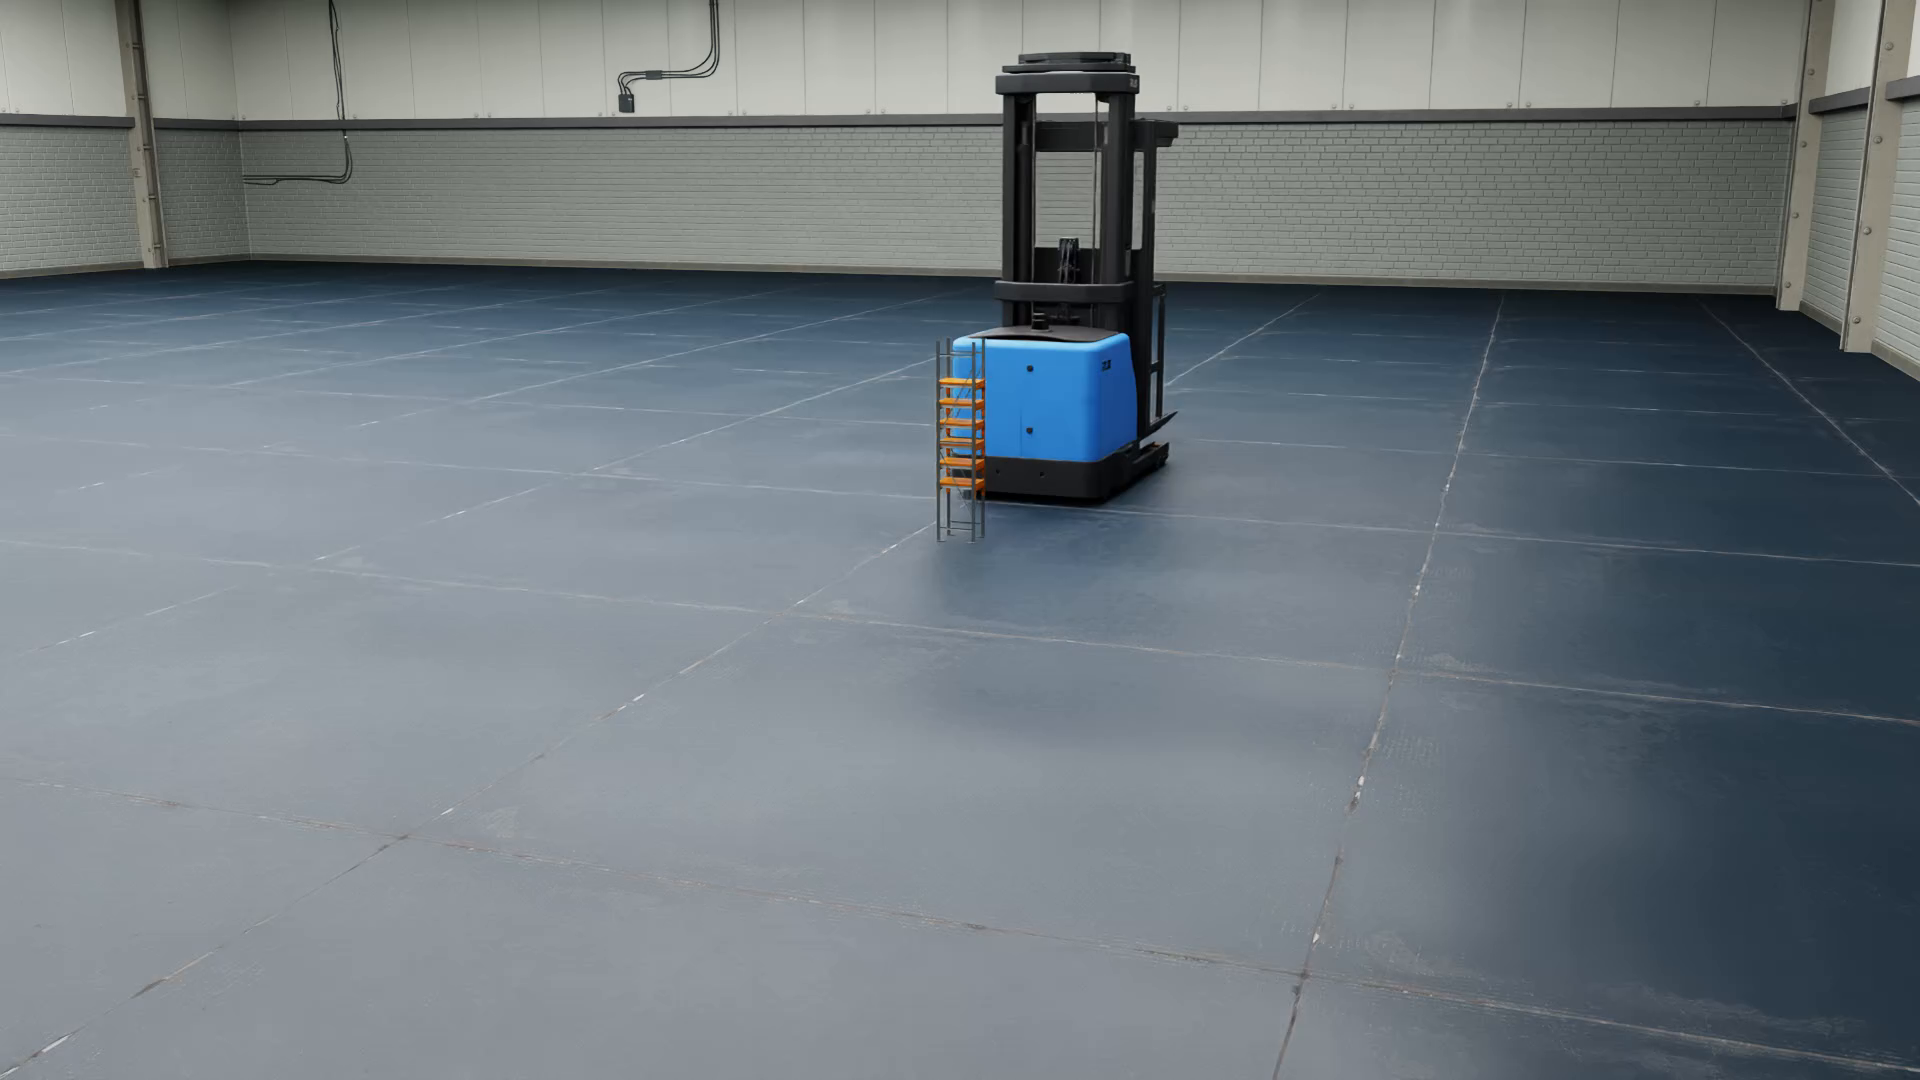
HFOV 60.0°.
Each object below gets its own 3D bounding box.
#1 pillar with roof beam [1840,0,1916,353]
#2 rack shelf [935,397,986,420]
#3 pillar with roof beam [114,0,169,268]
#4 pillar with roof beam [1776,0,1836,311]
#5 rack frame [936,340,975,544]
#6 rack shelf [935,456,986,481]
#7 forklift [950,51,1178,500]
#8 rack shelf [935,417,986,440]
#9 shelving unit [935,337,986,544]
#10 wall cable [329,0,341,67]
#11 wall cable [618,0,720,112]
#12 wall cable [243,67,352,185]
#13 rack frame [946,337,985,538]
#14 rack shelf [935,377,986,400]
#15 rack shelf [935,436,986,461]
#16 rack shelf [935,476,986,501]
[{"bbox_3d":[6.673,-6.966,20.286,9.100,9.000,0.400,4,14,18],"label":"pillar with roof beam"},{"bbox_3d":[0.005,-0.779,9.824,0.258,0.103,0.180,4,14,18],"label":"rack shelf"},{"bbox_3d":[-13.044,-9.878,33.042,9.100,9.000,0.400,4,14,18],"label":"pillar with roof beam"},{"bbox_3d":[8.614,-8.230,25.821,9.100,9.000,0.400,4,14,18],"label":"pillar with roof beam"},{"bbox_3d":[-0.025,-0.569,9.783,0.240,1.200,0.006,4,14,18],"label":"rack frame"},{"bbox_3d":[0.005,-0.428,9.904,0.258,0.103,0.180,4,14,18],"label":"rack shelf"},{"bbox_3d":[0.928,-1.981,12.079,1.130,2.935,3.031,5,14,20],"label":"forklift"},{"bbox_3d":[0.005,-0.662,9.851,0.258,0.103,0.180,4,14,18],"label":"rack shelf"},{"bbox_3d":[0.005,-0.588,9.868,0.258,1.200,0.189,4,14,18],"label":"shelving unit"},{"bbox_3d":[-12.353,-11.466,35.631,3.097,2.526,0.112,4,14,18],"label":"wall cable"},{"bbox_3d":[-5.936,-11.684,33.313,2.305,6.003,0.169,4,14,18],"label":"wall cable"},{"bbox_3d":[-14.913,-9.199,37.046,3.097,2.526,0.112,4,14,18],"label":"wall cable"},{"bbox_3d":[0.034,-0.607,9.952,0.240,1.200,0.006,4,14,18],"label":"rack frame"},{"bbox_3d":[0.005,-0.896,9.798,0.258,0.103,0.180,4,14,18],"label":"rack shelf"},{"bbox_3d":[0.005,-0.545,9.878,0.258,0.103,0.180,4,14,18],"label":"rack shelf"},{"bbox_3d":[0.005,-0.311,9.931,0.258,0.103,0.180,4,14,18],"label":"rack shelf"}]
